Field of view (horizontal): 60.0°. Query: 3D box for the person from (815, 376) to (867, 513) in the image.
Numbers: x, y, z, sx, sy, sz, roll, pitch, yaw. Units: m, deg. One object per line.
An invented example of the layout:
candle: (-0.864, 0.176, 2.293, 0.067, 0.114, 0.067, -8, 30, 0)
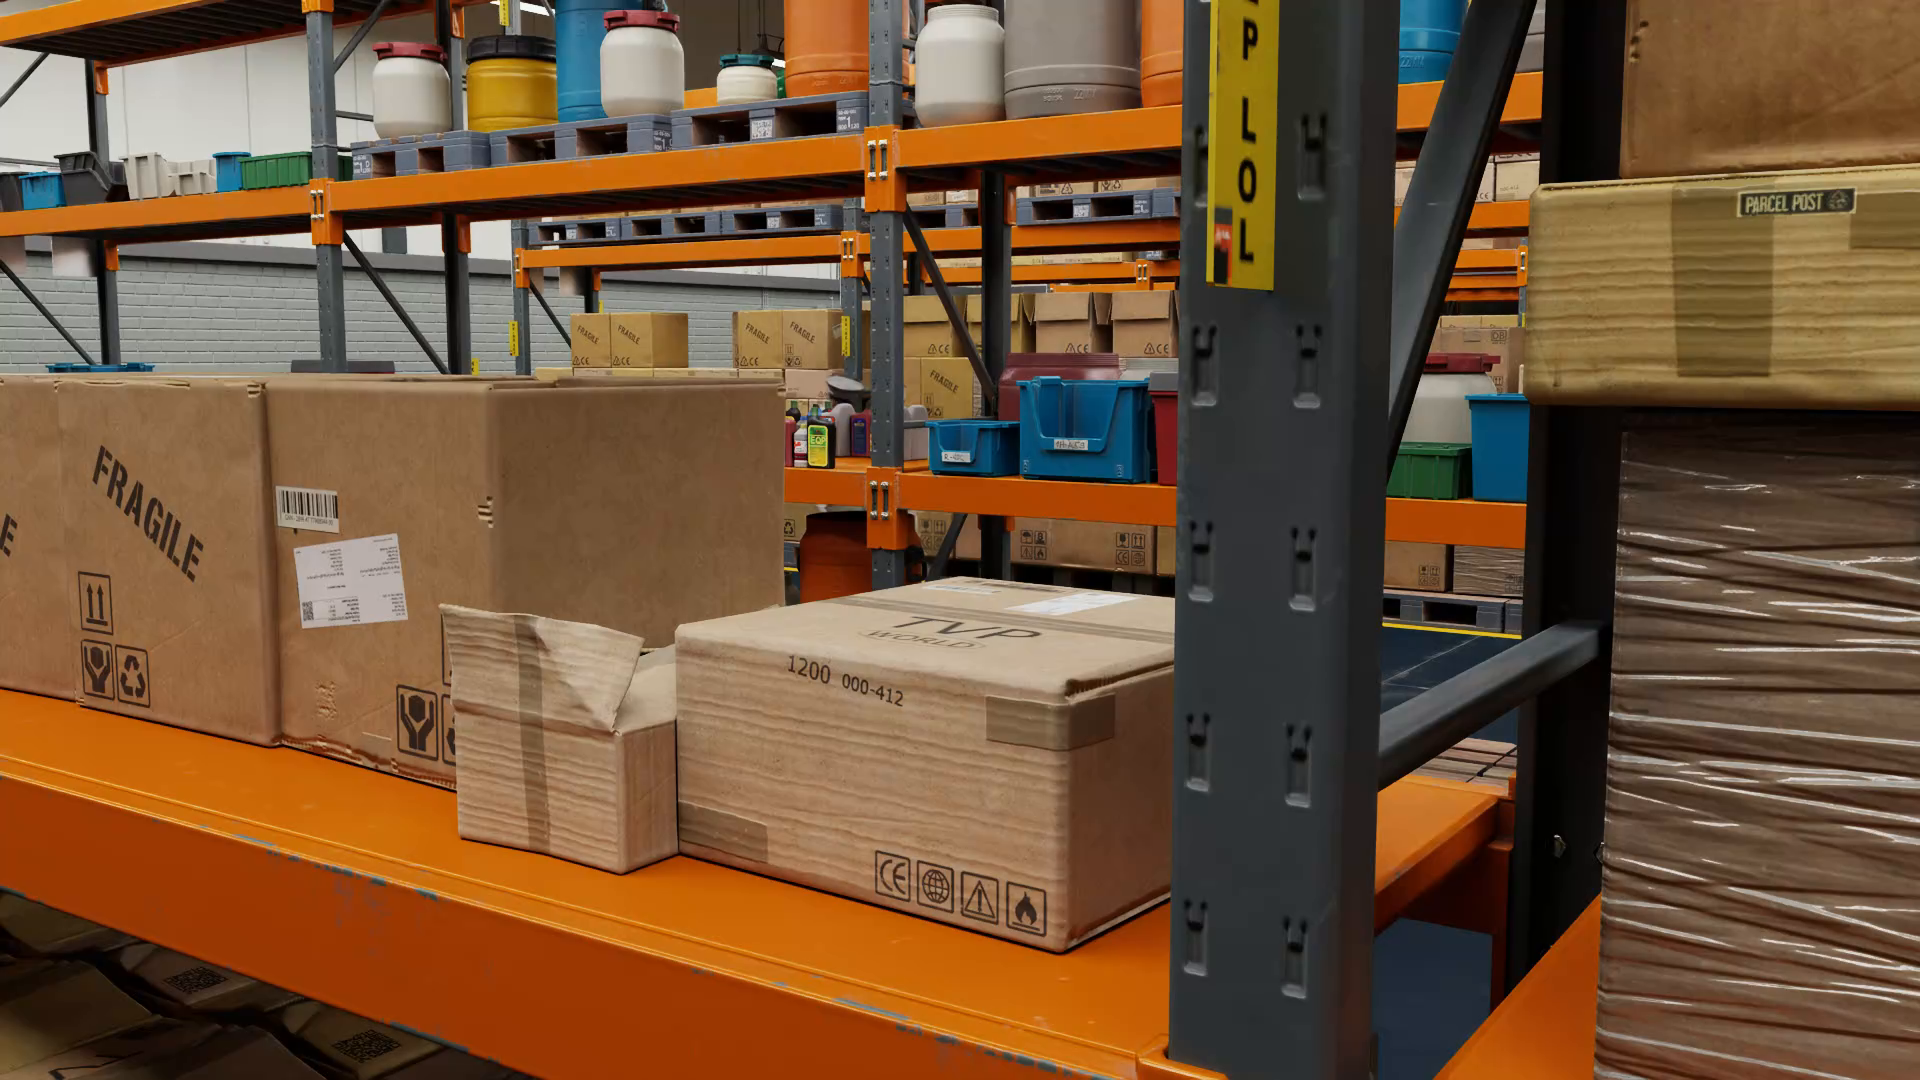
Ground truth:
person: (-0.689, -0.232, 10.829, 0.599, 1.666, 0.500, 6, 9, 42)
